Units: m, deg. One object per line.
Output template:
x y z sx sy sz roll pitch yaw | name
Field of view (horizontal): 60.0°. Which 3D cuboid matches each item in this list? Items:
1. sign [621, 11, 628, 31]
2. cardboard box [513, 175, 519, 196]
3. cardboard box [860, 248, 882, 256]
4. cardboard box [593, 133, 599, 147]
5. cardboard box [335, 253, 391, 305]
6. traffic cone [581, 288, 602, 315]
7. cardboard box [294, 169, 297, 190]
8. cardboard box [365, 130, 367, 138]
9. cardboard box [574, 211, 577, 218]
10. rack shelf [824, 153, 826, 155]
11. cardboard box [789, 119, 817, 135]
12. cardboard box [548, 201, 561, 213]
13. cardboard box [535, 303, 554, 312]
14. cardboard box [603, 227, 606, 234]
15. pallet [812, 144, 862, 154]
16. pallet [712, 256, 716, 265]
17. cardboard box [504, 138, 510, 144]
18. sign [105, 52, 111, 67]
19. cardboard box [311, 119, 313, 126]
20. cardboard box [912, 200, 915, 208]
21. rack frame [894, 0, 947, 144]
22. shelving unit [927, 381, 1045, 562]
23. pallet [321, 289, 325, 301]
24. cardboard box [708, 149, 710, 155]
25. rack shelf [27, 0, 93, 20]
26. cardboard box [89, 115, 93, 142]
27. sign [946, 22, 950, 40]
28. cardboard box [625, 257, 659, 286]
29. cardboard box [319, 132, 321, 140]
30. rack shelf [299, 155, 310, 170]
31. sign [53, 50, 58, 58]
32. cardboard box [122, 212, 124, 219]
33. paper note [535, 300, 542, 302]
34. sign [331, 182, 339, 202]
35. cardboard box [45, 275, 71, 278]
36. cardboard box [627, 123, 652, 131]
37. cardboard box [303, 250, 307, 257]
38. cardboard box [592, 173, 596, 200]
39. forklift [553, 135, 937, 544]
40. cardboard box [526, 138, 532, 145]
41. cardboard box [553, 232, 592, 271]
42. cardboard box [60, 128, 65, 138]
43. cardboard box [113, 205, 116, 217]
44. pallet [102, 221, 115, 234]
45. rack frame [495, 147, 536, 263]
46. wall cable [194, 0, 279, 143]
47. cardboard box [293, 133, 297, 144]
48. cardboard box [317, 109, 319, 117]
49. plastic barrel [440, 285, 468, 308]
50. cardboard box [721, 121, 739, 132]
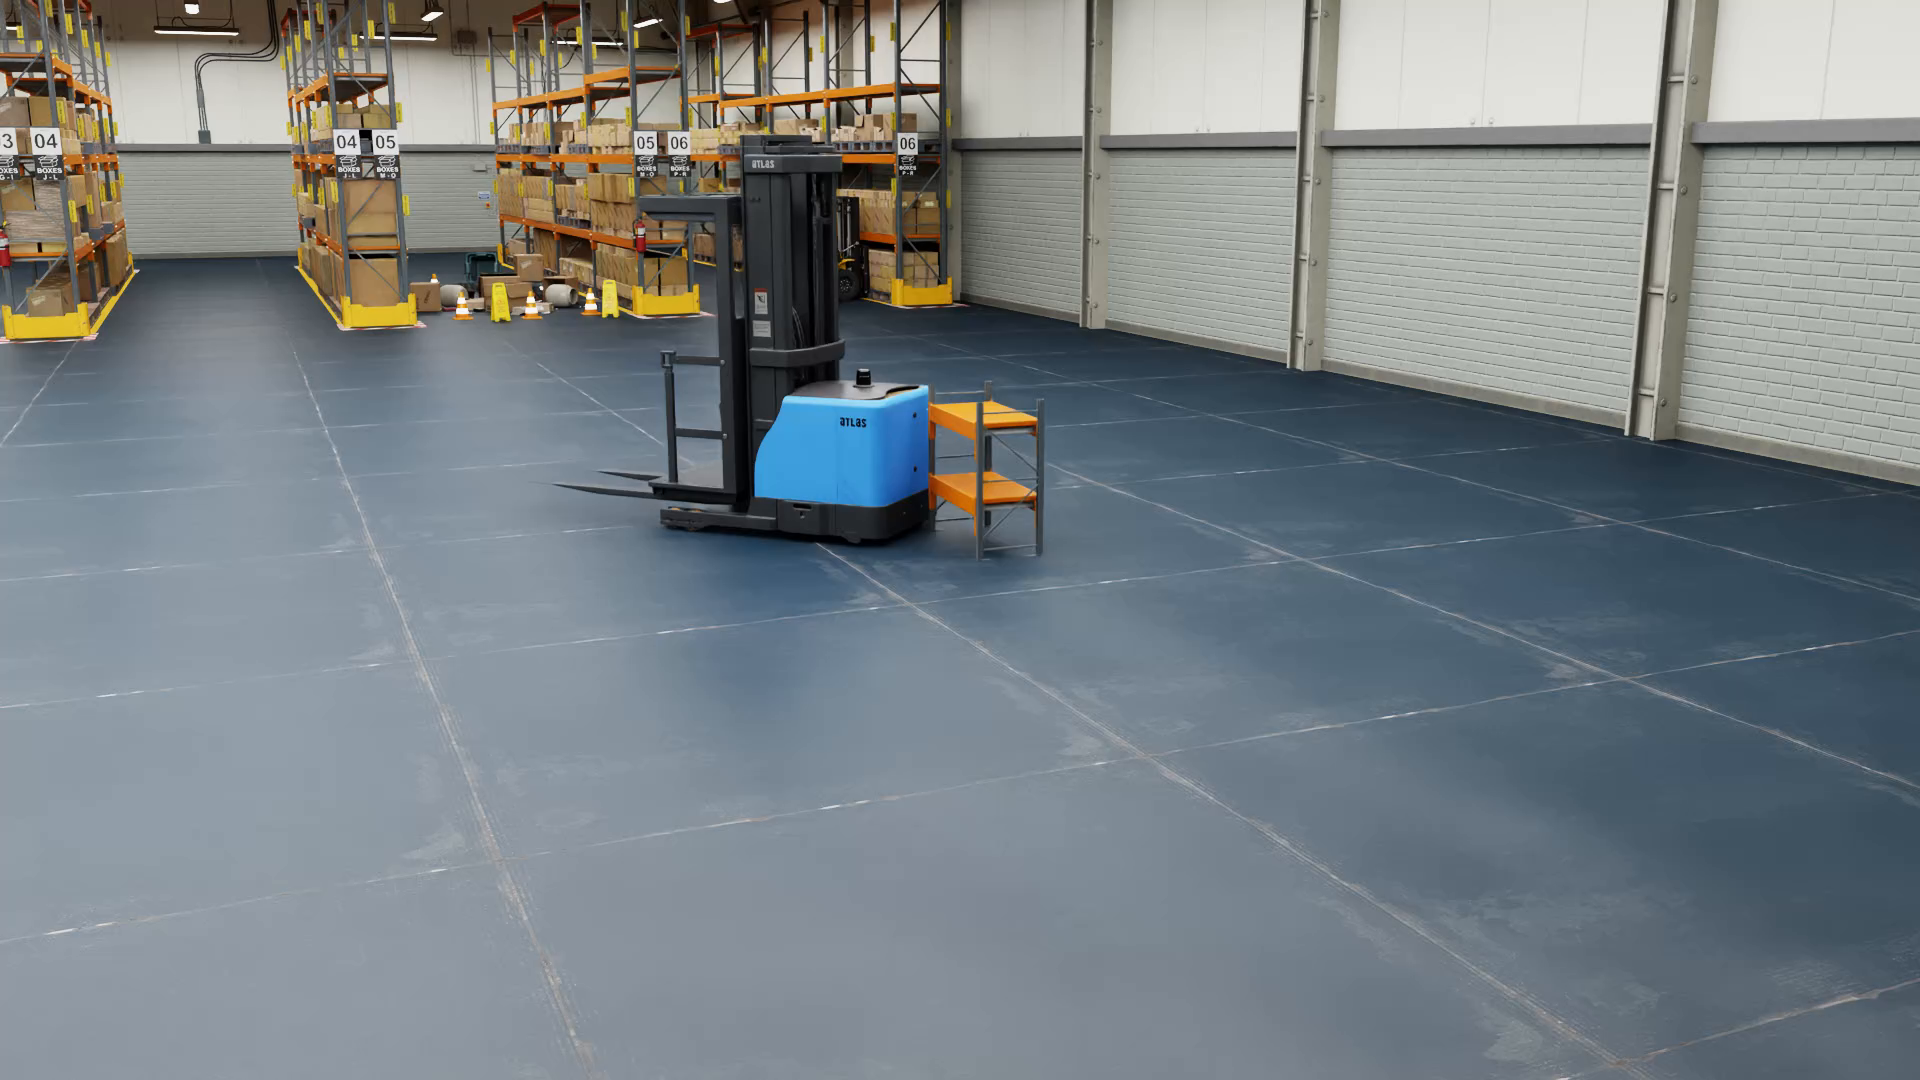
-5.801 -8.967 28.734 0.100 0.325 0.005 -6 14 -23 | sign
-10.729 -8.751 41.089 0.500 0.500 0.500 -6 14 -24 | cardboard box
-1.825 -5.740 33.467 0.500 0.250 0.500 -6 14 -24 | cardboard box
-6.746 -7.696 31.991 0.500 0.250 0.500 -6 14 -23 | cardboard box
-10.466 -4.575 29.266 0.875 0.875 0.875 -6 14 -24 | cardboard box
-6.638 -4.294 29.898 0.336 0.463 0.334 -6 14 -23 | traffic cone
-16.252 -8.960 41.331 0.500 0.500 0.500 -6 14 -23 | cardboard box
-10.128 -7.043 28.899 0.380 0.149 0.250 -6 14 -23 | cardboard box
-7.926 -6.871 35.030 0.380 0.149 0.250 -5 14 -21 | cardboard box
-3.141 -8.358 36.771 1.077 0.370 4.000 -6 14 -23 | rack shelf
-3.468 -9.041 36.755 0.500 0.500 0.500 -5 14 -22 | cardboard box
-8.916 -7.458 37.167 0.500 0.250 0.500 -6 14 -23 | cardboard box
-7.660 -4.257 30.434 0.380 0.149 0.250 1 13 6 | cardboard box
-6.704 -6.014 32.260 0.380 0.149 0.250 -5 14 -21 | cardboard box
-2.705 -8.383 35.709 0.805 0.209 1.217 -6 14 -25 | pallet
-5.819 -7.270 43.312 1.003 0.211 1.213 -6 14 -23 | pallet
-11.468 -10.210 42.585 0.380 0.149 0.250 -5 14 -21 | cardboard box
-20.271 -11.431 39.555 0.100 0.325 0.005 -6 14 -23 | sign
-13.384 -8.686 34.675 0.396 0.266 0.258 -6 14 -23 | cardboard box
-0.793 -6.511 32.187 0.380 0.149 0.250 -6 14 -23 | cardboard box
-0.738 -8.930 30.996 1.000 3.000 0.127 -6 14 -23 | rack frame
0.177 -0.524 12.141 0.538 1.125 1.048 -5 14 -20 | shelving unit
-12.252 -4.963 33.345 1.003 0.211 1.213 -6 14 -23 | pallet
-6.328 -10.089 43.214 0.380 0.149 0.250 -5 14 -21 | cardboard box
-18.370 -10.920 33.821 1.077 0.370 4.000 -6 14 -23 | rack shelf
-17.149 -7.993 32.271 0.500 0.500 0.500 -5 14 -21 | cardboard box
-0.227 -9.511 31.084 0.100 0.325 0.005 -6 14 -23 | sign
-5.844 -4.930 30.523 0.500 0.500 0.500 -6 14 -23 | cardboard box
-11.343 -7.298 30.001 0.380 0.149 0.250 -6 14 -23 | cardboard box
-13.785 -8.267 36.379 1.077 0.370 4.000 -6 14 -23 | rack shelf
-21.285 -11.375 39.136 0.100 0.325 0.005 -6 14 -23 | sign
-20.224 -7.749 39.755 0.380 0.149 0.250 -5 14 -22 | cardboard box
-8.237 -4.674 32.498 0.148 0.019 0.142 -6 14 -23 | paper note
-10.282 -5.723 27.353 0.100 0.325 0.005 -6 14 -23 | sign
-15.843 -4.390 29.297 0.500 0.500 0.500 -6 14 -25 | cardboard box
-5.690 -7.329 29.519 0.380 0.149 0.250 -5 14 -22 | cardboard box
-15.973 -7.058 40.943 0.380 0.149 0.250 -5 14 -21 | cardboard box
-6.724 -6.847 32.203 0.700 0.500 0.500 -6 14 -23 | cardboard box
-1.745 -1.596 12.764 3.031 2.935 1.130 5 14 22 | forklift
-9.905 -9.296 38.819 0.380 0.166 0.250 -7 15 -27 | cardboard box
-8.689 -6.530 37.714 0.875 0.875 0.875 -6 14 -23 | cardboard box
-14.278 -6.385 26.103 0.380 0.149 0.250 -5 14 -22 | cardboard box
-19.119 -7.335 37.081 0.500 0.250 0.500 -6 14 -24 | cardboard box
-17.186 -6.085 32.433 1.213 0.211 1.003 -6 14 -23 | pallet
-11.693 -8.864 44.015 1.000 3.000 0.127 -6 14 -23 | rack frame
-19.881 -13.938 45.501 2.277 5.999 0.120 -6 14 -23 | wall cable
-15.645 -9.596 39.749 0.500 0.250 0.500 -6 14 -25 | cardboard box
-11.343 -7.686 29.911 0.380 0.149 0.250 -6 14 -23 | cardboard box
-9.522 -4.565 31.157 0.512 0.421 0.421 4 14 16 | plastic barrel
-5.744 -10.332 41.530 0.396 0.266 0.258 -6 14 -24 | cardboard box
